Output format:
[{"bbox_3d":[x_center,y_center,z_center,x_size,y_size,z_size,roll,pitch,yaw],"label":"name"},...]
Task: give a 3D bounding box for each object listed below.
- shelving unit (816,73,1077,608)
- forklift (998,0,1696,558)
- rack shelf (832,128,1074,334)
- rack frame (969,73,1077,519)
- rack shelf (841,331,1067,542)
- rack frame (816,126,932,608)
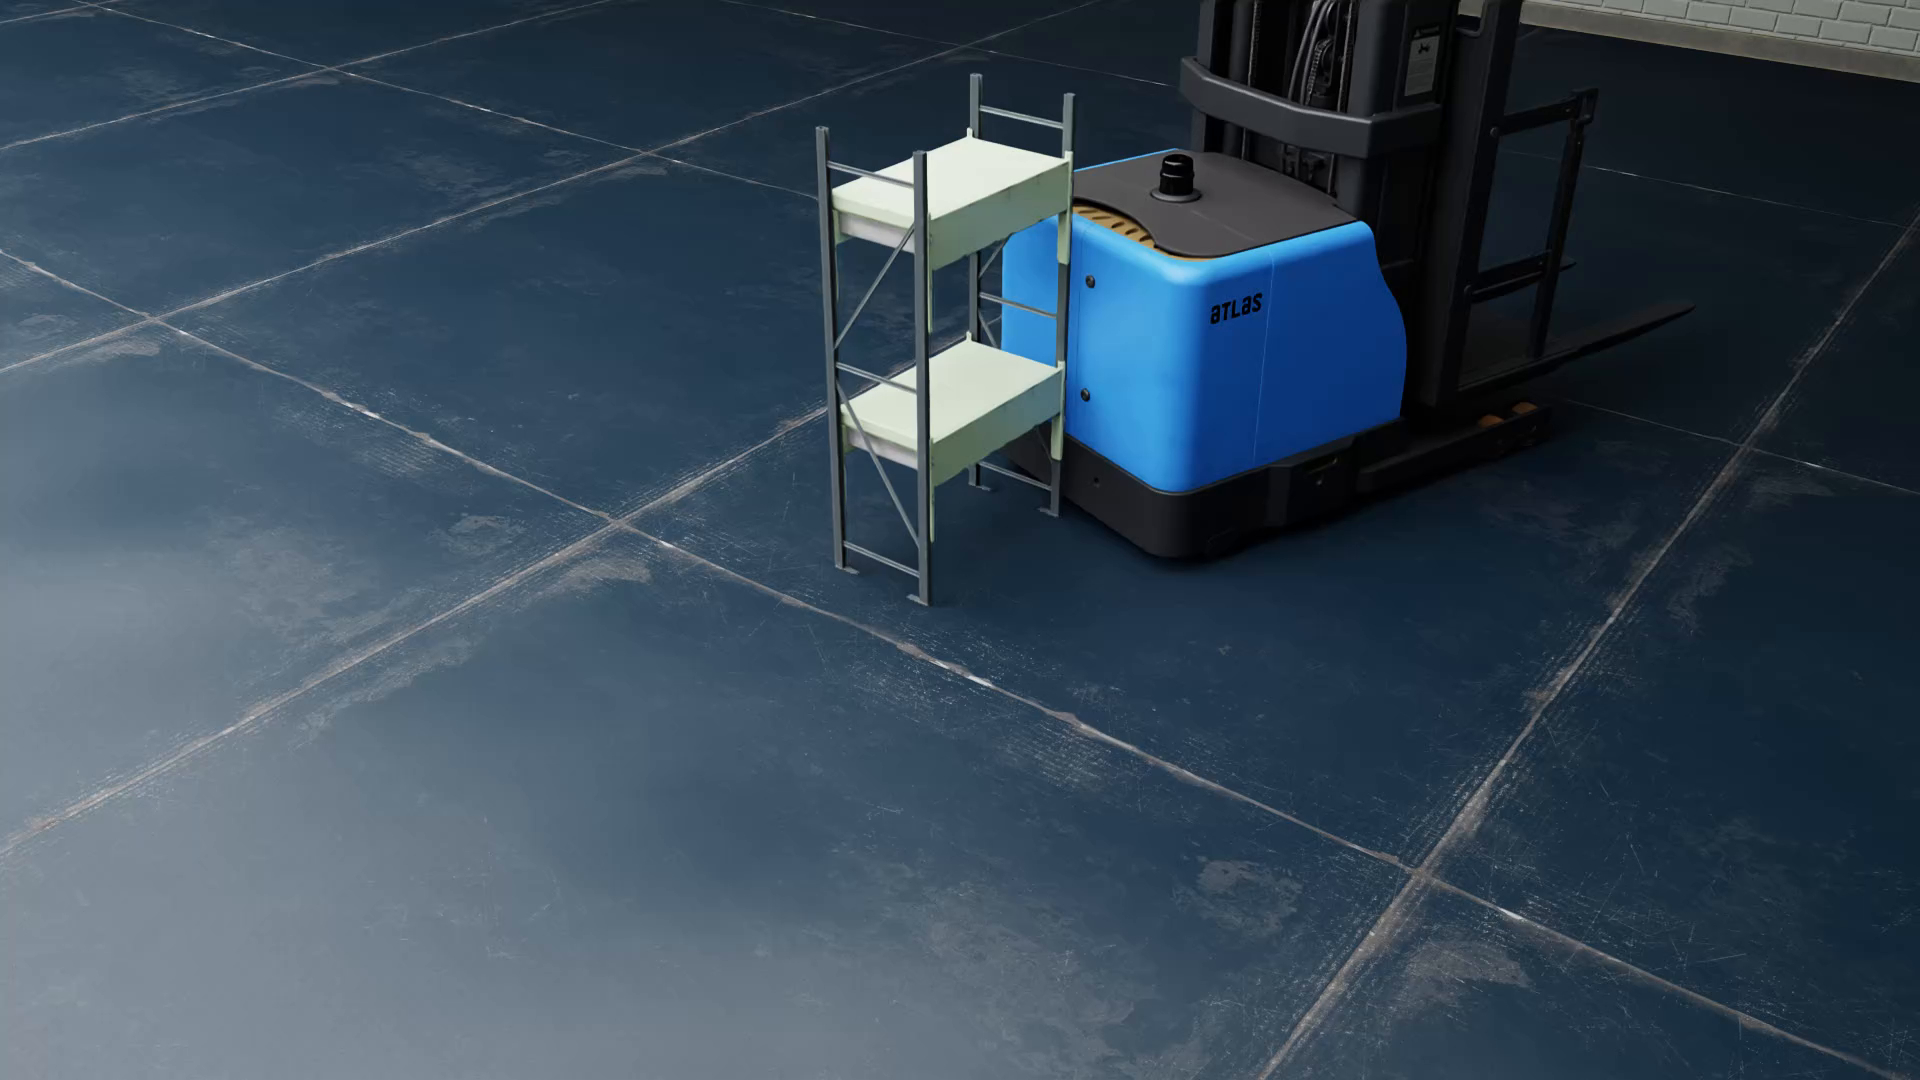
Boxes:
[{"bbox_3d":[-0.029,-0.640,5.359,0.431,1.500,0.755,22,37,32],"label":"shelving unit"},{"bbox_3d":[1.644,-1.769,5.860,3.031,2.935,1.130,-19,35,-28],"label":"forklift"},{"bbox_3d":[-0.029,-0.976,5.160,0.431,0.370,0.720,22,37,32],"label":"rack shelf"},{"bbox_3d":[0.197,-0.787,5.607,0.400,1.500,0.023,22,37,32],"label":"rack frame"},{"bbox_3d":[-0.029,-0.359,5.525,0.431,0.370,0.720,22,37,32],"label":"rack shelf"},{"bbox_3d":[-0.255,-0.493,5.111,0.400,1.500,0.023,22,37,32],"label":"rack frame"}]
